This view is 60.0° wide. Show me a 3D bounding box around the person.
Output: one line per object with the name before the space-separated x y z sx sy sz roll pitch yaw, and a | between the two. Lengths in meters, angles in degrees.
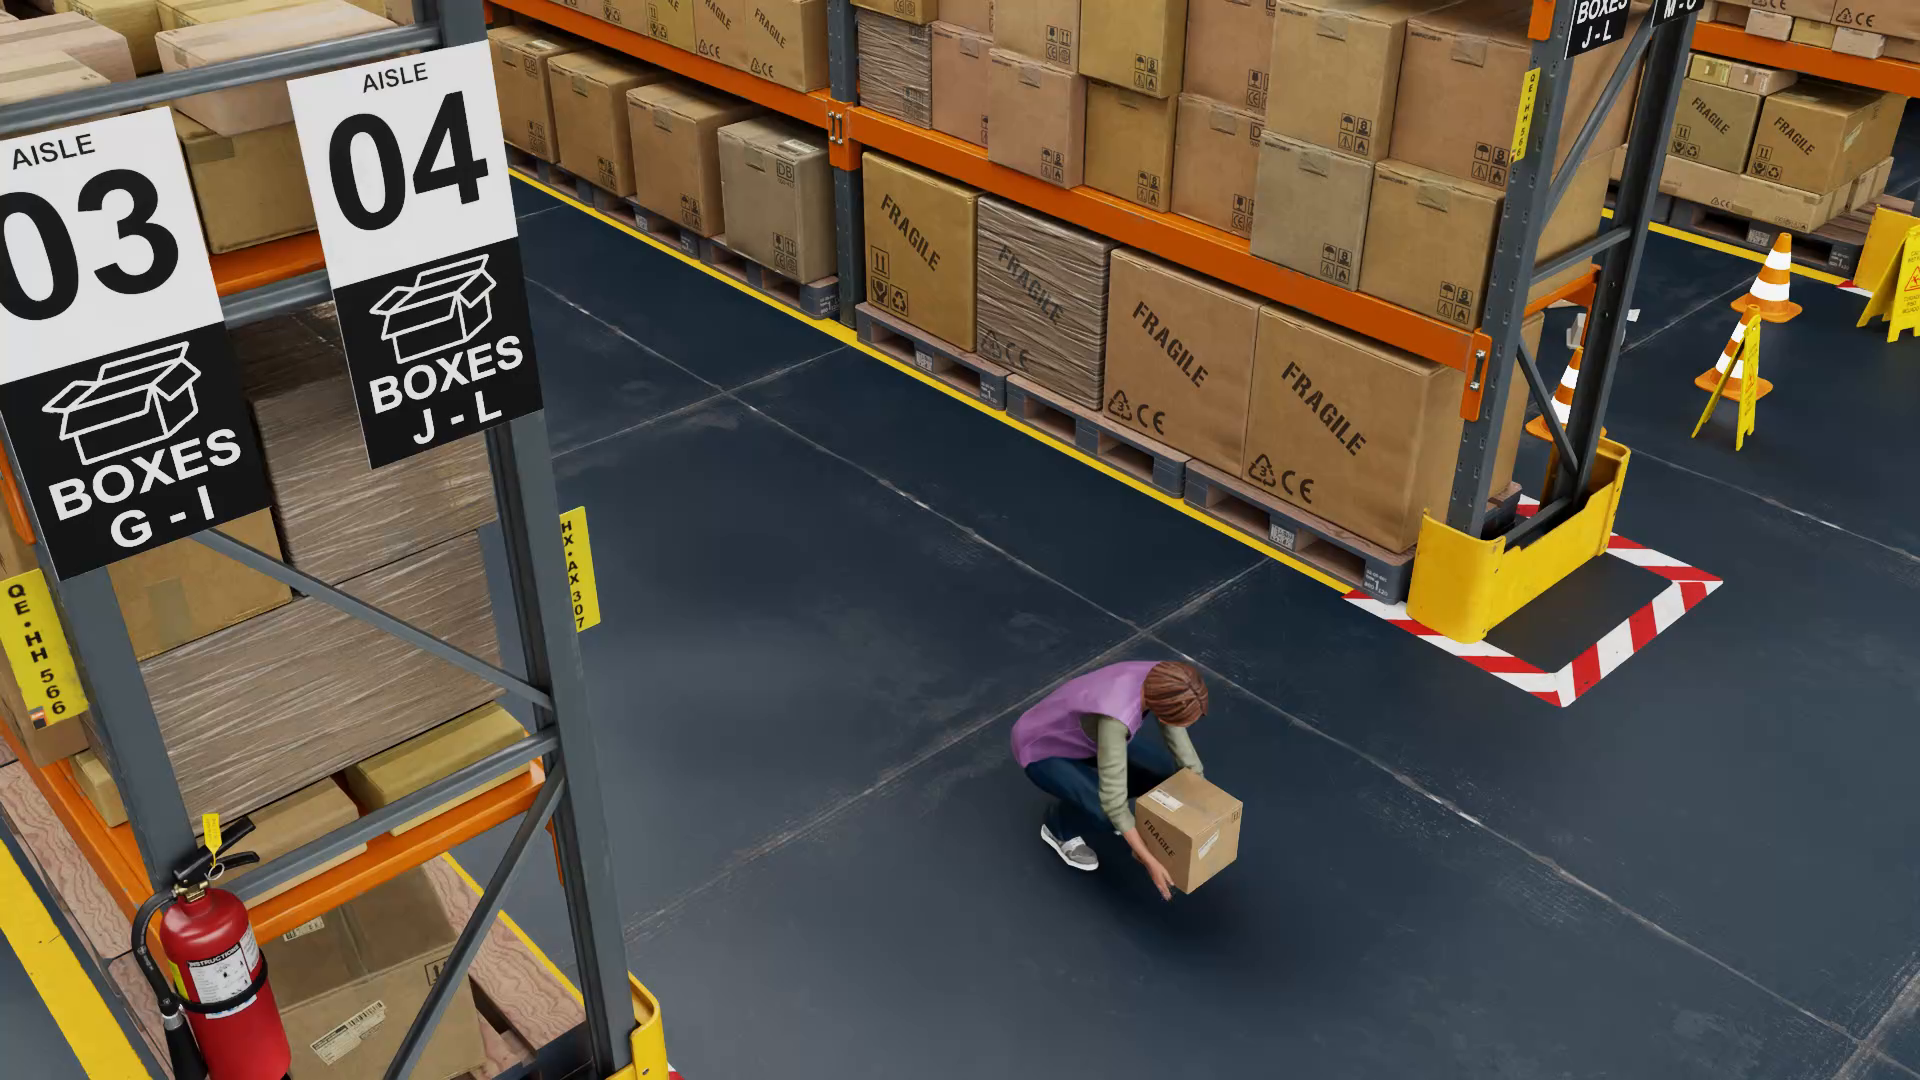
person | 0.446 0.718 5.767 0.394 0.796 0.535 -27 41 -35
